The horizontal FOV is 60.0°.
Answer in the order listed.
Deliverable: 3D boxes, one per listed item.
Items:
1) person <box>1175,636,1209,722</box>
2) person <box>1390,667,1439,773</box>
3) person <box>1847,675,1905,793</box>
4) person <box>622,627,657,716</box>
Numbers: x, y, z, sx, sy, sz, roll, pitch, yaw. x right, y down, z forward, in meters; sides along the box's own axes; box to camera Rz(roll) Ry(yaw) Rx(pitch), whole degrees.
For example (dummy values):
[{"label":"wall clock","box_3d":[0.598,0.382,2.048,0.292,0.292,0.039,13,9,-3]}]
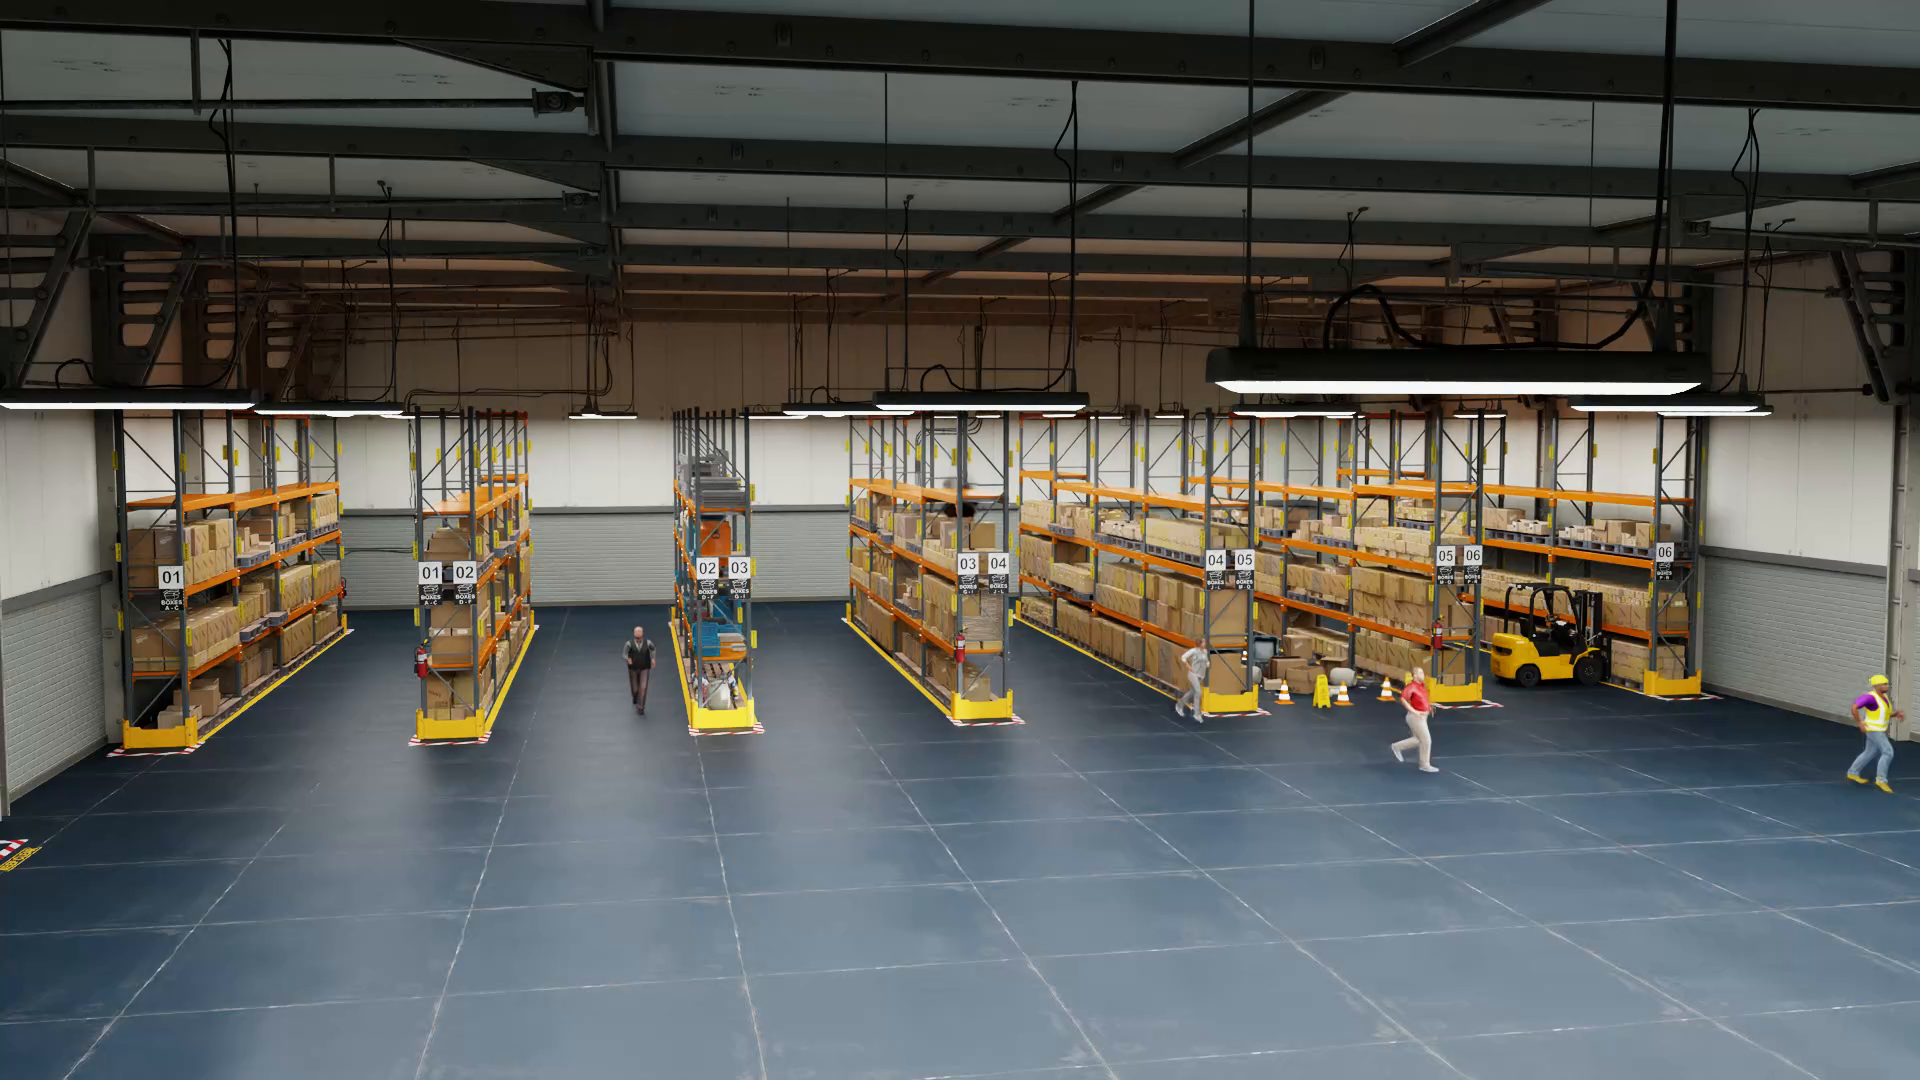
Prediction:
[{"label":"person","box_3d":[4.542,2.664,32.073,0.532,1.623,0.733,-4,6,-43]},{"label":"person","box_3d":[7.460,2.930,27.289,0.834,1.702,0.679,2,5,31]},{"label":"person","box_3d":[14.290,3.007,25.955,0.775,1.828,0.678,4,5,41]},{"label":"person","box_3d":[-6.284,2.554,32.638,0.676,1.686,0.971,-1,4,-11]}]
